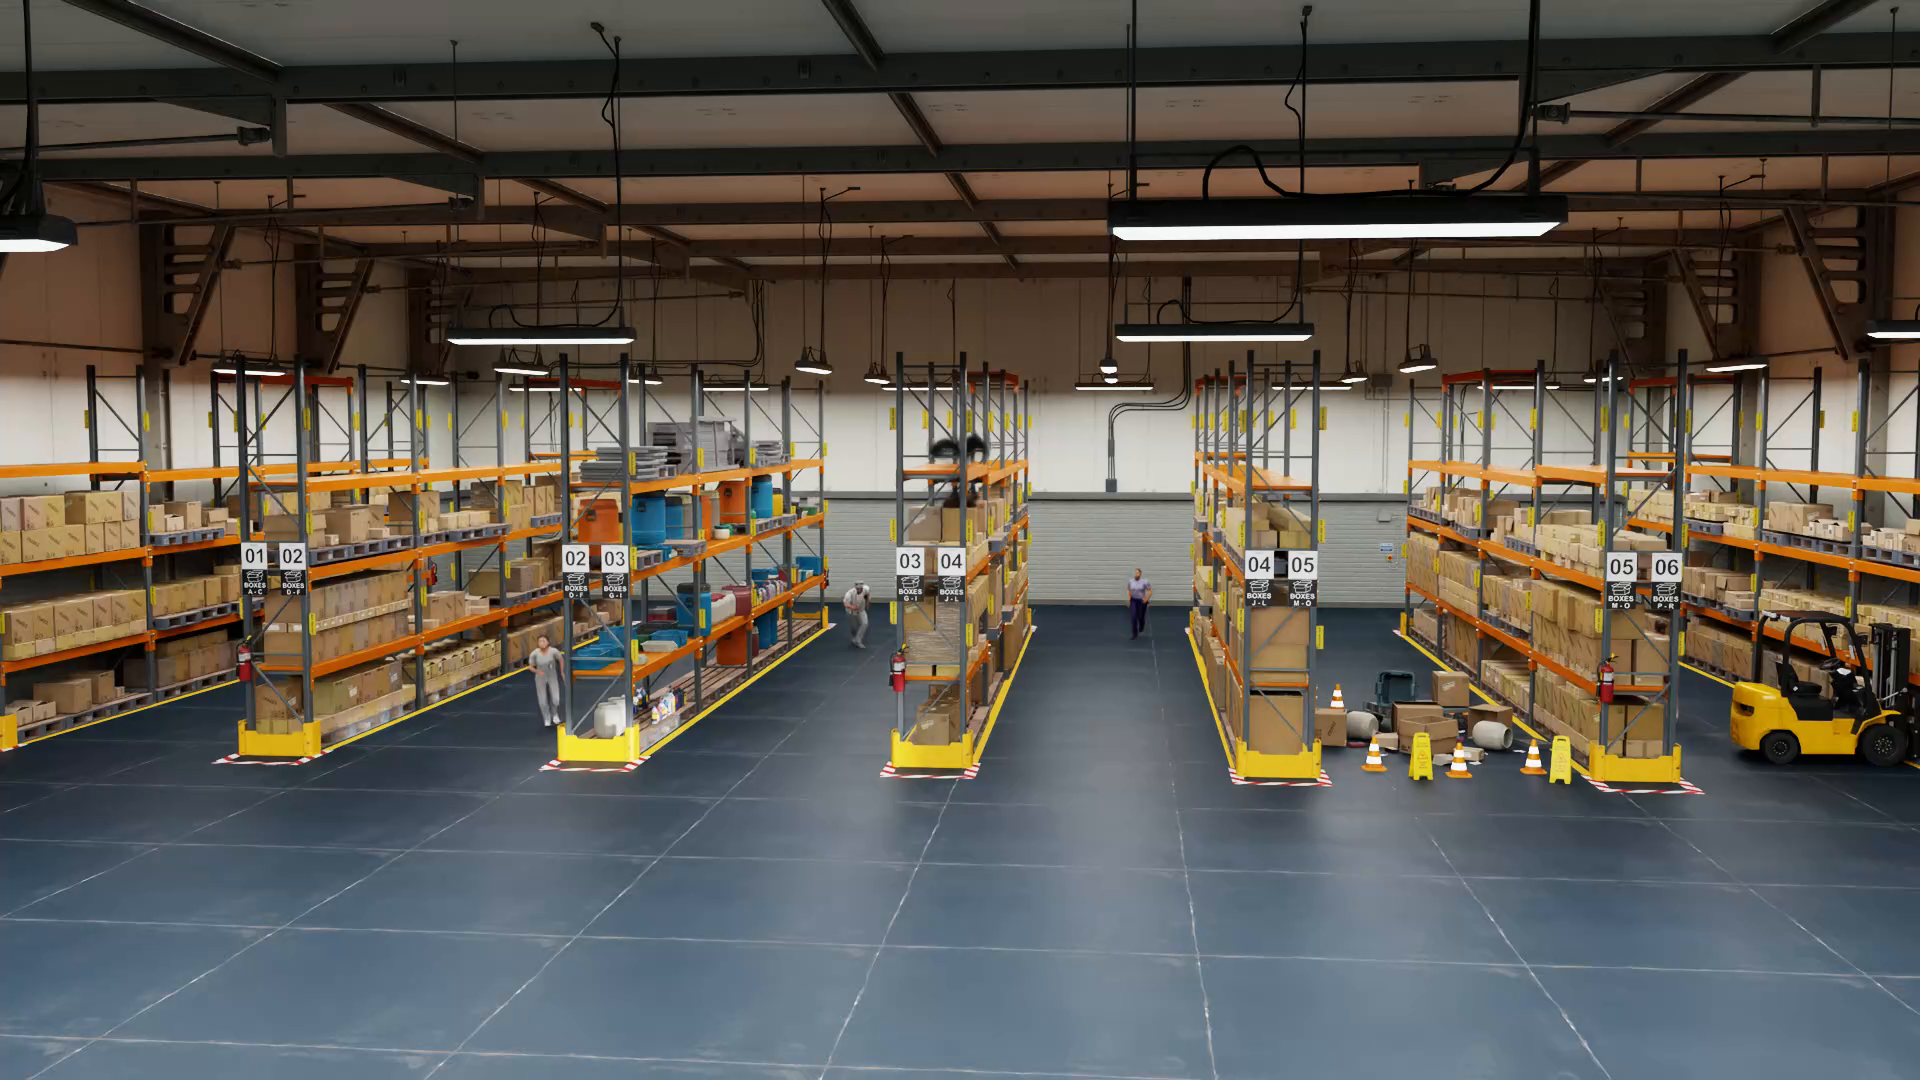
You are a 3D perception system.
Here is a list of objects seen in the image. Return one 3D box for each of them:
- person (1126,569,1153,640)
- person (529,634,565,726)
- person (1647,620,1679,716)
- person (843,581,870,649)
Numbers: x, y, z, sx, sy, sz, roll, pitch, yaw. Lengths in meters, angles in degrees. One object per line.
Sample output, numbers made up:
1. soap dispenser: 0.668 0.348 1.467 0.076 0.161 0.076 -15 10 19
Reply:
1. person: 4.162 1.471 38.511 0.620 1.649 0.679 1 4 20
2. person: -6.734 2.292 27.122 0.571 1.563 0.801 -1 4 -12
3. person: 11.904 2.190 28.183 0.573 1.638 0.937 0 4 -2
4. person: -2.344 1.637 37.030 0.664 1.542 1.161 -2 4 -21
